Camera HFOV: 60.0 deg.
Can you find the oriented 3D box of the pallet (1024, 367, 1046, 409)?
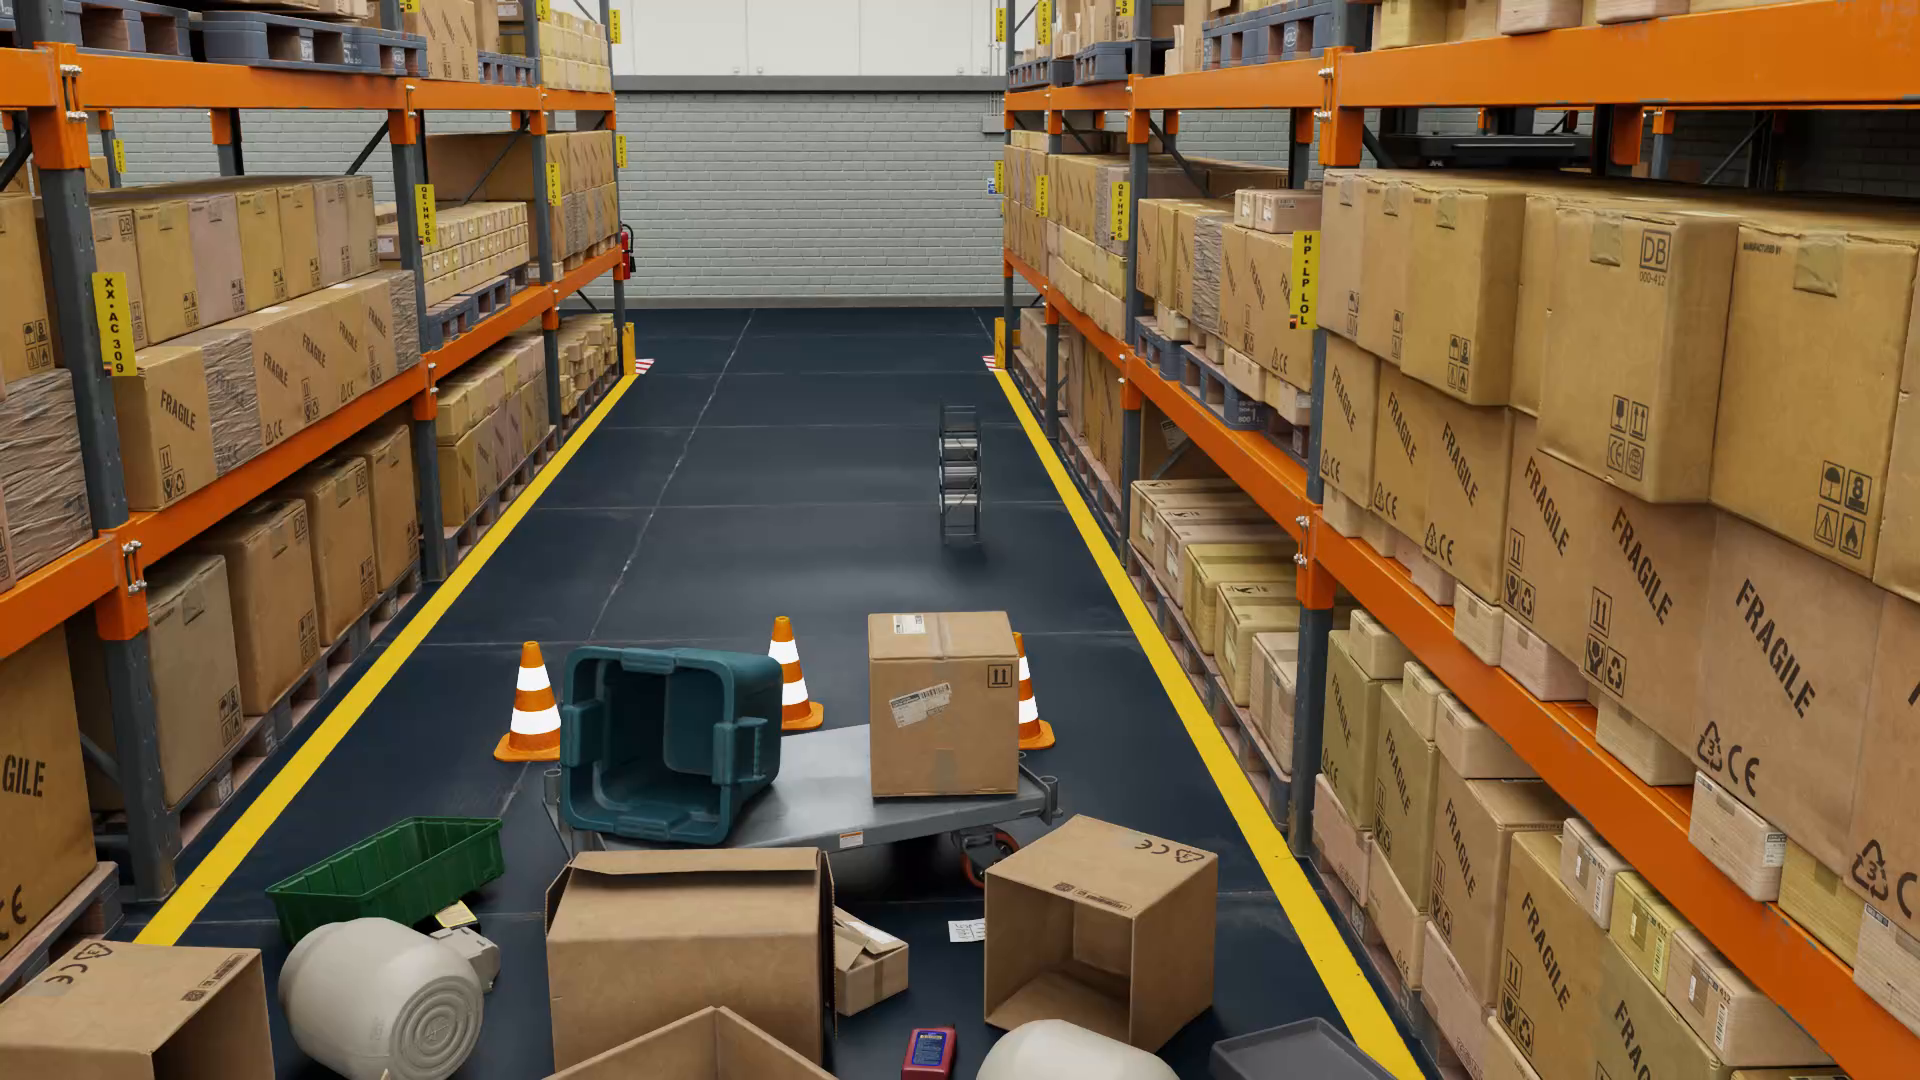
[{"bbox_3d":[1.166,-1.449,15.734,1.003,0.211,1.213,-1,14,-3],"label":"pallet"}]

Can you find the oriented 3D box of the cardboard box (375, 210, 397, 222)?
[{"bbox_3d":[-4.089,-2.209,11.560,0.380,0.149,0.250,-1,14,-4],"label":"cardboard box"}]

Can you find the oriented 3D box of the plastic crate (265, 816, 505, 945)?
[{"bbox_3d":[-1.907,1.143,5.591,0.450,0.188,0.662,-4,11,28],"label":"plastic crate"}]

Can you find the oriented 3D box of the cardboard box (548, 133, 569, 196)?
[{"bbox_3d":[-3.553,-3.125,13.847,0.500,0.500,0.500,-1,14,-5],"label":"cardboard box"}]

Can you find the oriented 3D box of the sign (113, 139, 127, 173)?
[{"bbox_3d":[-8.383,-3.827,16.582,0.100,0.325,0.005,-1,14,-3],"label":"sign"}]

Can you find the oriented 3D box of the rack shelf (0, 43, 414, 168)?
[{"bbox_3d":[-3.349,-1.815,6.986,1.077,0.370,4.000,-1,14,-3],"label":"rack shelf"}]

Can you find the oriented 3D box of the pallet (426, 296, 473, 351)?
[{"bbox_3d":[-3.623,-1.291,9.910,1.213,0.211,1.003,-1,14,-3],"label":"pallet"}]

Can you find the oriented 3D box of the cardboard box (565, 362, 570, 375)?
[{"bbox_3d":[-3.594,-1.454,14.439,0.380,0.149,0.250,-2,15,-6],"label":"cardboard box"}]

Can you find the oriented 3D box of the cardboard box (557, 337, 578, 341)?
[{"bbox_3d":[-3.630,-1.730,14.915,0.380,0.149,0.250,-1,15,-6],"label":"cardboard box"}]

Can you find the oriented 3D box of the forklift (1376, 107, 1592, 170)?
[{"bbox_3d":[3.060,-1.364,9.944,1.130,2.935,3.031,-1,14,-3],"label":"forklift"}]

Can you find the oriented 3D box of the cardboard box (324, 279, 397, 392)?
[{"bbox_3d":[-3.147,-1.025,8.289,0.500,0.500,0.500,-1,14,-3],"label":"cardboard box"}]

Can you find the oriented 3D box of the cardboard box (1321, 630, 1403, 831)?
[{"bbox_3d":[1.476,0.601,5.342,0.500,0.500,0.500,0,14,-1],"label":"cardboard box"}]

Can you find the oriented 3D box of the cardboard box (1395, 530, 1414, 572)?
[{"bbox_3d":[1.523,0.017,4.943,0.380,0.149,0.250,-1,14,-4],"label":"cardboard box"}]

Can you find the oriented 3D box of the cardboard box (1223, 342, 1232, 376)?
[{"bbox_3d":[1.353,-0.775,7.178,0.380,0.149,0.250,-1,14,-3],"label":"cardboard box"}]

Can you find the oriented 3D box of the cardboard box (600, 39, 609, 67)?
[{"bbox_3d":[-3.686,-4.710,16.089,0.500,0.250,0.500,-1,14,-5],"label":"cardboard box"}]

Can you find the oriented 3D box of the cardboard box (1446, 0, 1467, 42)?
[{"bbox_3d":[1.570,-1.439,4.584,0.380,0.149,0.250,-1,14,-3],"label":"cardboard box"}]

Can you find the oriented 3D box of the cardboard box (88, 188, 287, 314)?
[{"bbox_3d":[-3.356,-1.249,7.153,0.700,0.500,0.500,-1,14,-4],"label":"cardboard box"}]

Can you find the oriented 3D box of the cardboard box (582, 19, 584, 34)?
[{"bbox_3d":[-3.640,-4.681,15.176,0.380,0.149,0.250,-1,14,-5],"label":"cardboard box"}]

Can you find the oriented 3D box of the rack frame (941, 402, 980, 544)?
[{"bbox_3d":[0.006,-0.413,10.324,0.240,0.900,0.006,-1,14,-3],"label":"rack frame"}]

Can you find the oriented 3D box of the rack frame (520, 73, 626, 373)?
[{"bbox_3d":[-3.968,-3.198,16.936,1.000,3.000,0.127,-1,14,-3],"label":"rack frame"}]

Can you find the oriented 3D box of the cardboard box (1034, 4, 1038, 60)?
[{"bbox_3d":[0.941,-4.549,14.922,0.500,0.500,0.500,-1,14,-2],"label":"cardboard box"}]

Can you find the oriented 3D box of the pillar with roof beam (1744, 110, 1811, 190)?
[{"bbox_3d":[2.727,-5.408,13.487,9.100,9.000,0.400,-1,14,-3],"label":"pillar with roof beam"}]

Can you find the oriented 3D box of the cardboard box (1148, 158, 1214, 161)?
[{"bbox_3d":[1.543,-2.475,11.920,0.500,0.500,0.500,0,14,-2],"label":"cardboard box"}]

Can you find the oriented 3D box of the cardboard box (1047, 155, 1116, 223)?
[{"bbox_3d":[0.954,-2.724,12.885,0.500,0.500,0.500,-1,14,-3],"label":"cardboard box"}]

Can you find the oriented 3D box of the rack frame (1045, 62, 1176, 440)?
[{"bbox_3d":[1.214,-2.305,13.464,1.000,3.000,0.127,-1,14,-3],"label":"rack frame"}]

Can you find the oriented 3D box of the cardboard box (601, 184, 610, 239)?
[{"bbox_3d":[-3.657,-3.155,15.970,0.500,0.500,0.500,-1,14,-4],"label":"cardboard box"}]

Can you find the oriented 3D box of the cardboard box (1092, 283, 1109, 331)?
[{"bbox_3d":[1.124,-1.486,10.583,0.500,0.250,0.500,-1,14,-2],"label":"cardboard box"}]

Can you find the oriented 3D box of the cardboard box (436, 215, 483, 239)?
[{"bbox_3d":[-3.403,-2.085,11.078,0.380,0.149,0.250,-1,14,-4],"label":"cardboard box"}]

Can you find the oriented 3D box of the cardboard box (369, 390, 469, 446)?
[{"bbox_3d":[-3.274,-0.740,10.050,0.500,0.250,0.500,-2,15,-6],"label":"cardboard box"}]

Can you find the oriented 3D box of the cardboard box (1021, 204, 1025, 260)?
[{"bbox_3d":[0.829,-2.848,15.374,0.500,0.500,0.500,0,14,-2],"label":"cardboard box"}]

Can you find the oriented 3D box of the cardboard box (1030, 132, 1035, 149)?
[{"bbox_3d":[0.831,-3.603,15.001,0.380,0.149,0.250,-1,14,-3],"label":"cardboard box"}]

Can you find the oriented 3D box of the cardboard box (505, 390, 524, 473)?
[{"bbox_3d":[-3.364,-0.761,11.637,0.500,0.500,0.500,-1,14,-5],"label":"cardboard box"}]

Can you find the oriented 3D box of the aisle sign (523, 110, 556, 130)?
[{"bbox_3d":[-4.272,-4.471,16.665,0.394,0.787,0.004,-1,14,-3],"label":"aisle sign"}]

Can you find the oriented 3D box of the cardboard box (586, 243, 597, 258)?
[{"bbox_3d":[-3.632,-2.746,15.683,0.380,0.149,0.250,-2,15,-6],"label":"cardboard box"}]

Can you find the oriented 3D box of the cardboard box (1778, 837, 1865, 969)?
[{"bbox_3d":[1.600,0.586,2.733,0.380,0.149,0.250,-1,14,-4],"label":"cardboard box"}]

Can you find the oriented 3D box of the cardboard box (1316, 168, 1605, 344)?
[{"bbox_3d":[1.520,-0.879,5.119,0.700,0.500,0.500,-1,14,-4],"label":"cardboard box"}]

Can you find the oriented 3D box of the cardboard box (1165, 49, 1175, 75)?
[{"bbox_3d":[1.311,-2.560,8.941,0.380,0.149,0.250,-1,14,-3],"label":"cardboard box"}]

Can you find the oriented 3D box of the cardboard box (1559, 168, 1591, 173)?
[{"bbox_3d":[5.772,-3.322,15.616,0.500,0.500,0.500,-1,14,-2],"label":"cardboard box"}]

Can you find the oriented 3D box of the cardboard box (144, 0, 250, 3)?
[{"bbox_3d":[-3.129,-2.322,6.737,0.396,0.266,0.258,-1,14,-3],"label":"cardboard box"}]

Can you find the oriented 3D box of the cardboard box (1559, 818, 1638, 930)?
[{"bbox_3d":[1.530,0.717,3.589,0.380,0.149,0.250,0,14,-1],"label":"cardboard box"}]

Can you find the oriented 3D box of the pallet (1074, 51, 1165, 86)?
[{"bbox_3d":[1.296,-3.109,10.948,1.003,0.211,1.213,0,14,-1],"label":"pallet"}]

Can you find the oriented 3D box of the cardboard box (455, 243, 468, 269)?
[{"bbox_3d":[-3.372,-1.816,10.629,0.380,0.149,0.250,-1,14,-3],"label":"cardboard box"}]

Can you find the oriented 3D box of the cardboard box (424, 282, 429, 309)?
[{"bbox_3d":[-3.299,-1.405,9.627,0.380,0.149,0.250,-1,14,-4],"label":"cardboard box"}]

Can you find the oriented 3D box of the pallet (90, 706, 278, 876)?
[{"bbox_3d":[-3.348,0.946,6.426,1.003,0.211,1.213,-1,14,-3],"label":"pallet"}]

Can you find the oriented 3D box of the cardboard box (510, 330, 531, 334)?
[{"bbox_3d":[-4.174,-1.846,15.367,0.380,0.149,0.250,-1,14,-3],"label":"cardboard box"}]

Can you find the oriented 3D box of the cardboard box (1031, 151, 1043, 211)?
[{"bbox_3d":[0.885,-3.077,14.258,0.500,0.500,0.500,-1,14,-4],"label":"cardboard box"}]

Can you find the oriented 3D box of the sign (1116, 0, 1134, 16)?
[{"bbox_3d":[0.907,-3.045,9.125,0.100,0.325,0.005,-1,14,-3],"label":"sign"}]

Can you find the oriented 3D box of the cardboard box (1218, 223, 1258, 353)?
[{"bbox_3d":[1.394,-1.074,7.041,0.500,0.500,0.500,0,14,-2],"label":"cardboard box"}]

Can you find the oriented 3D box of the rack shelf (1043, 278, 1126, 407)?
[{"bbox_3d":[1.338,-1.459,11.621,1.077,0.370,4.000,-1,14,-3],"label":"rack shelf"}]

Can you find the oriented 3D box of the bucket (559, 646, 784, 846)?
[{"bbox_3d":[-0.915,0.634,5.562,0.726,0.611,0.620,4,5,16],"label":"bucket"}]

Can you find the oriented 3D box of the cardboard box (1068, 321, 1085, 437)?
[{"bbox_3d":[1.332,-1.326,13.082,0.875,0.875,0.875,0,14,-2],"label":"cardboard box"}]

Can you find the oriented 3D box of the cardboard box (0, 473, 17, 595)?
[{"bbox_3d":[-3.133,-0.058,4.432,0.875,0.550,0.550,-1,14,-3],"label":"cardboard box"}]

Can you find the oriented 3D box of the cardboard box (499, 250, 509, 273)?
[{"bbox_3d":[-3.453,-2.000,11.942,0.380,0.149,0.250,-2,15,-6],"label":"cardboard box"}]

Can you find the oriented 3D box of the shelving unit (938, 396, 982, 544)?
[{"bbox_3d":[0.000,-0.438,10.422,0.258,0.900,0.210,-1,14,-3],"label":"shelving unit"}]

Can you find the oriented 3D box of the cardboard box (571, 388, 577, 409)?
[{"bbox_3d":[-3.439,-1.188,14.001,0.380,0.149,0.250,0,14,-2],"label":"cardboard box"}]

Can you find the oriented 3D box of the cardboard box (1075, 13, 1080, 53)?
[{"bbox_3d":[0.977,-3.436,11.268,0.396,0.266,0.258,0,14,1],"label":"cardboard box"}]
